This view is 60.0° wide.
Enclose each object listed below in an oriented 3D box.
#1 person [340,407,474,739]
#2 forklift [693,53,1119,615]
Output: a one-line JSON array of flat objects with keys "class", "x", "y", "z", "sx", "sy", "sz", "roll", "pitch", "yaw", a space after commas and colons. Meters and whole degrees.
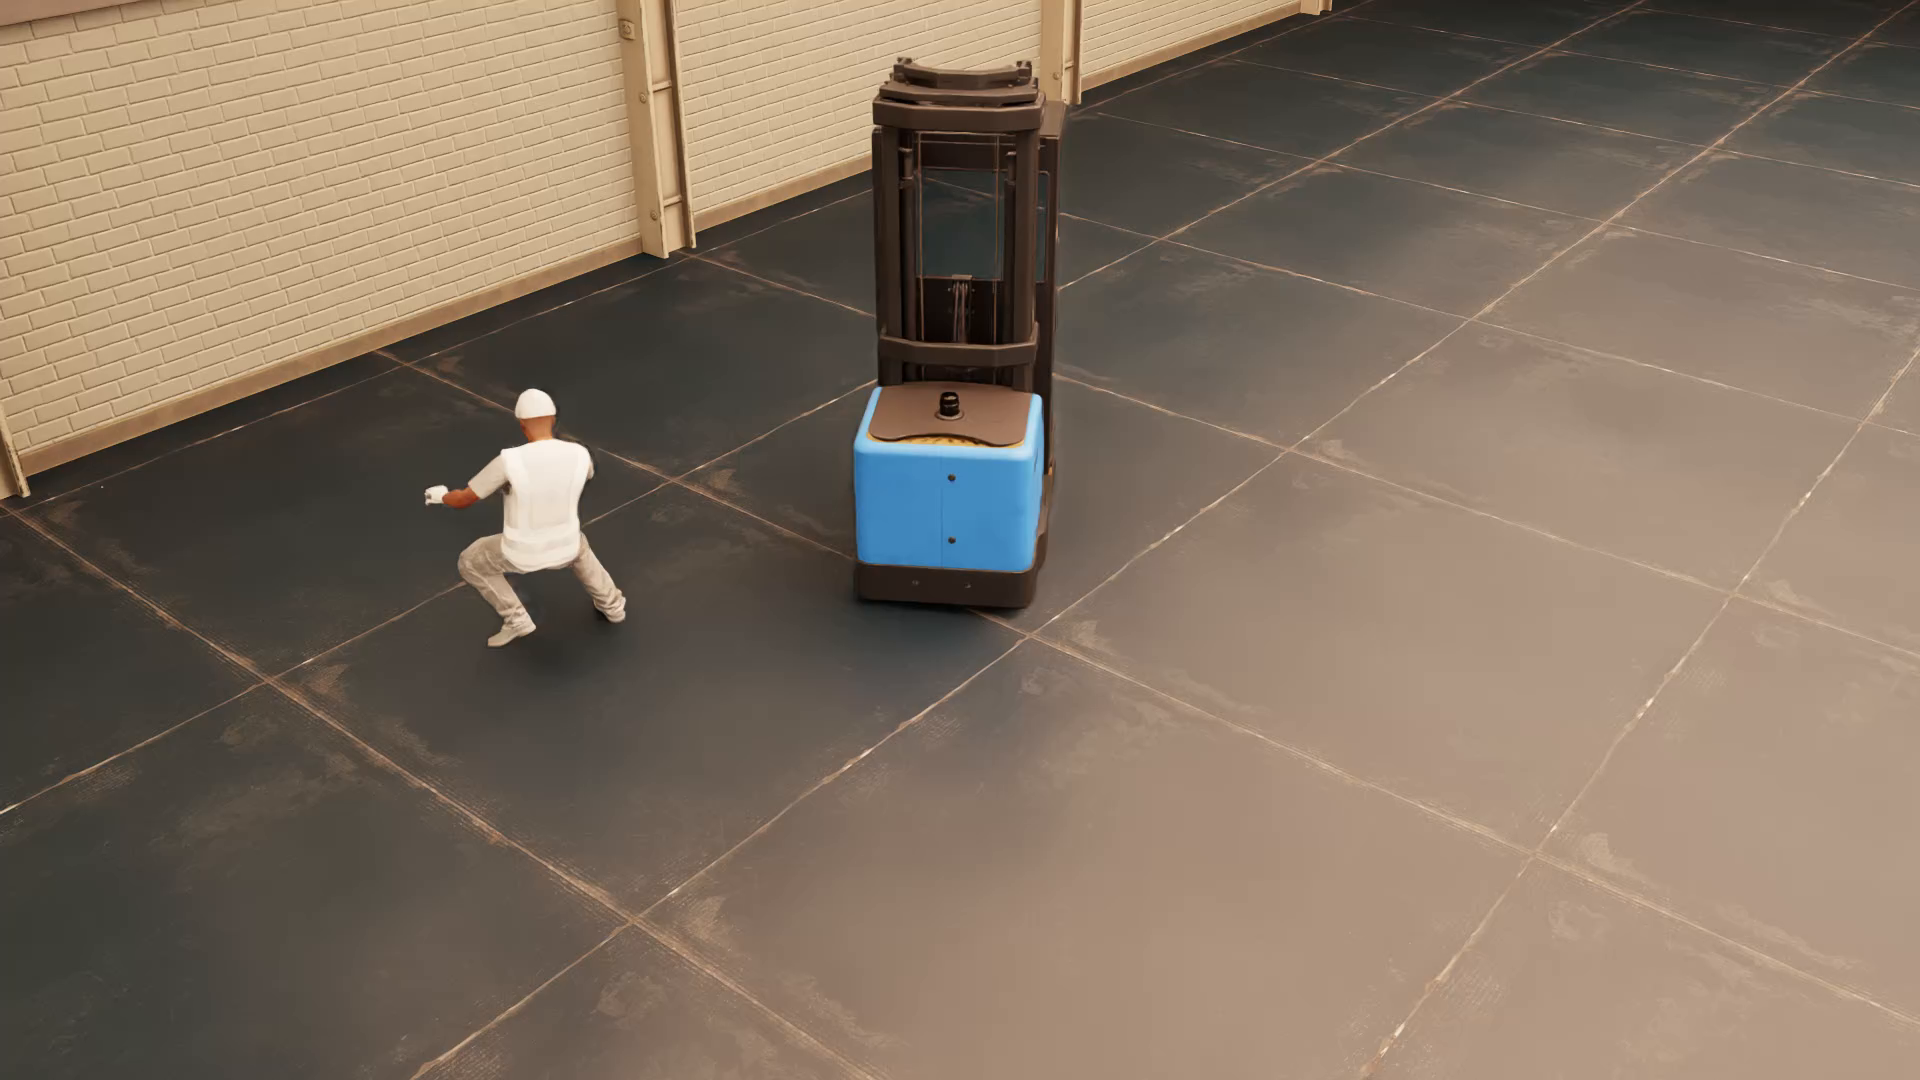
[{"class": "person", "x": -2.816, "y": 0.186, "z": 8.525, "sx": 0.905, "sy": 1.753, "sz": 0.483, "roll": 17, "pitch": 35, "yaw": 27}, {"class": "forklift", "x": -0.483, "y": -1.453, "z": 10.082, "sx": 3.031, "sy": 2.935, "sz": 1.130, "roll": 25, "pitch": 38, "yaw": 35}]
